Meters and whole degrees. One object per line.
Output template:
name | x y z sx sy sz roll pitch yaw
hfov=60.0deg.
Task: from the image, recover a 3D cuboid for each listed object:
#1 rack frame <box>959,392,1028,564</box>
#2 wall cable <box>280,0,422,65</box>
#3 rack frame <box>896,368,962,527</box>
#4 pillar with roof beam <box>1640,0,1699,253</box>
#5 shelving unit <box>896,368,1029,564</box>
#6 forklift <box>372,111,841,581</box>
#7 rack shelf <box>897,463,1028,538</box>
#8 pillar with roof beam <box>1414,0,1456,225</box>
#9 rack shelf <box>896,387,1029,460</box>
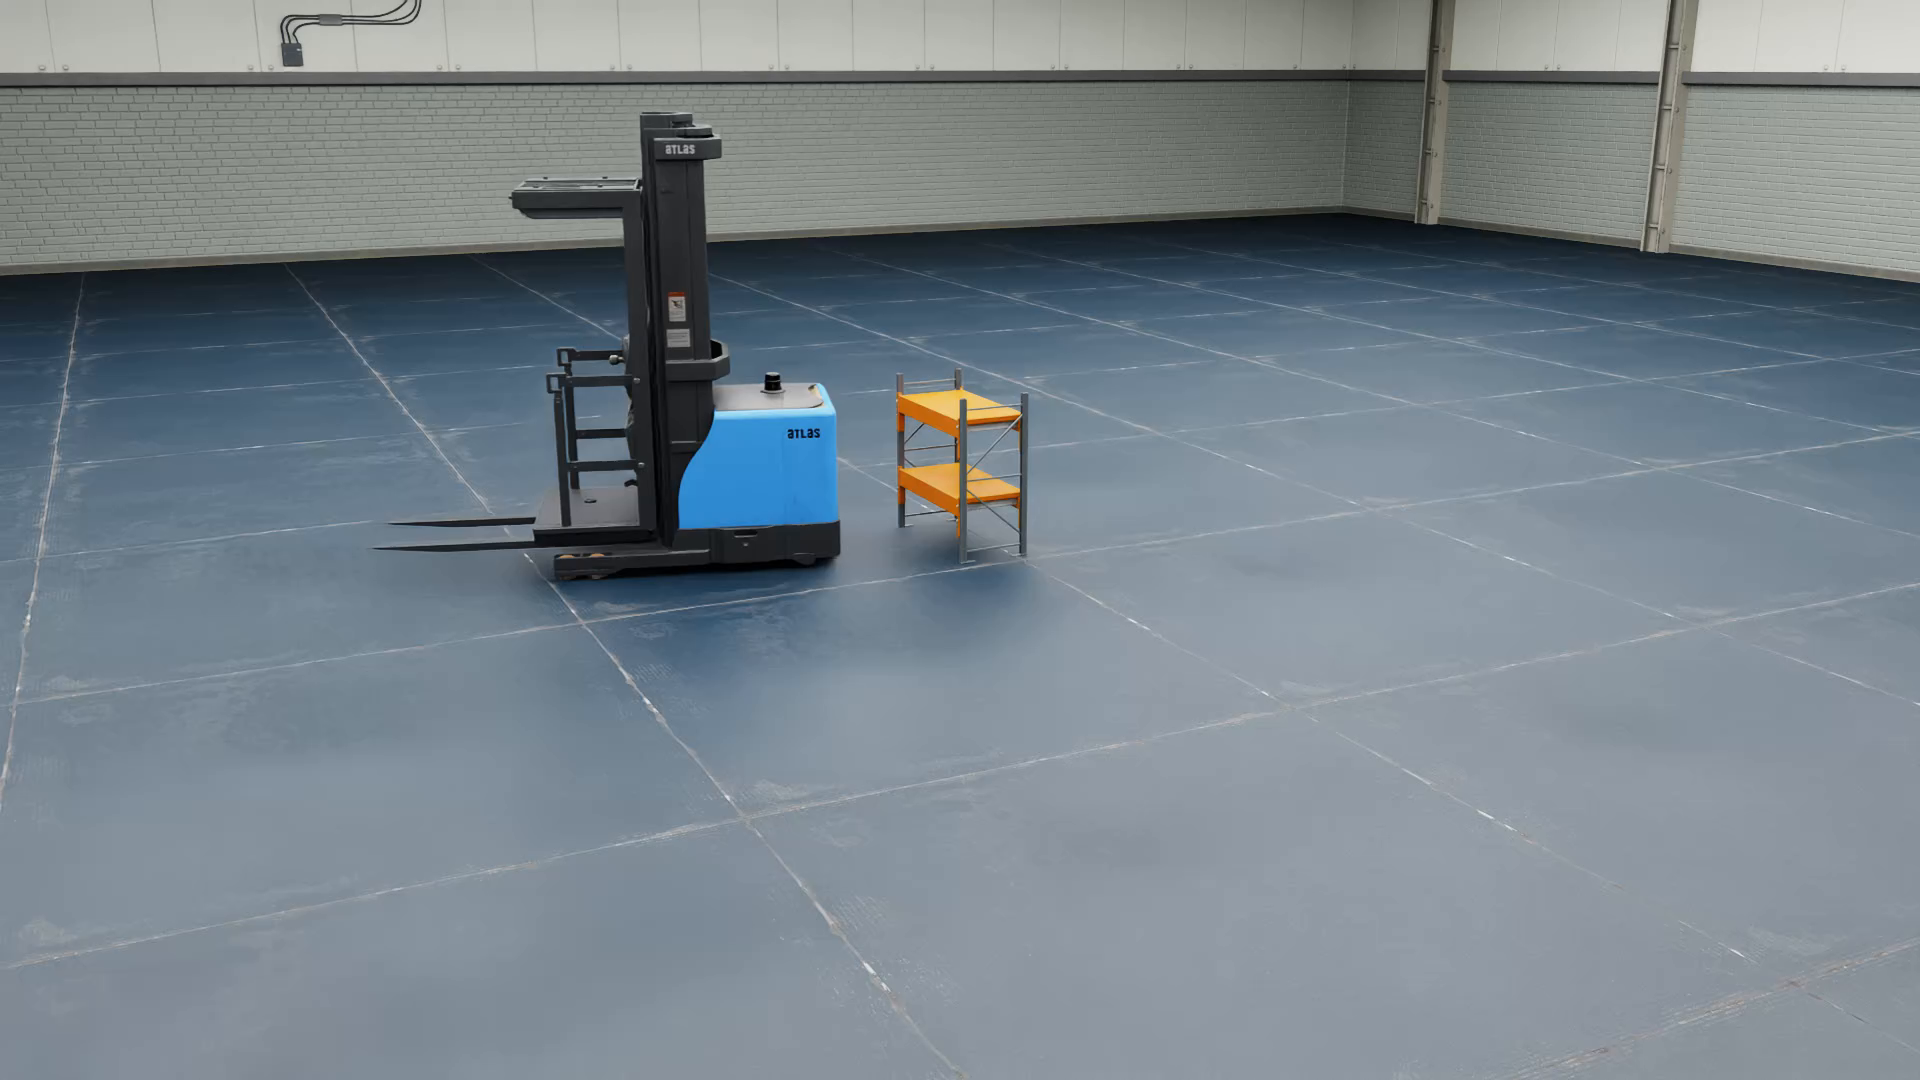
rack frame | 0.226 -0.413 11.150 0.500 1.125 0.032 -8 18 -25
wall cable | -10.090 -10.830 27.012 2.305 6.003 0.169 -8 18 -25
rack frame | -0.220 -0.665 12.029 0.500 1.125 0.032 -8 18 -25
pillar with roof beam | 8.546 -8.961 26.662 9.100 9.000 0.400 -8 18 -25
shelving unit | 0.003 -0.539 11.590 0.538 1.125 1.048 -8 18 -25
forklift | -2.365 -1.302 10.973 3.031 2.935 1.130 -3 16 -9
rack shelf | 0.003 -0.304 11.657 0.538 0.278 1.000 -8 18 -25
pillar with roof beam | 5.917 -10.449 31.847 9.100 9.000 0.400 -8 18 -25
rack shelf | 0.003 -0.820 11.509 0.538 0.278 1.000 -8 18 -25
